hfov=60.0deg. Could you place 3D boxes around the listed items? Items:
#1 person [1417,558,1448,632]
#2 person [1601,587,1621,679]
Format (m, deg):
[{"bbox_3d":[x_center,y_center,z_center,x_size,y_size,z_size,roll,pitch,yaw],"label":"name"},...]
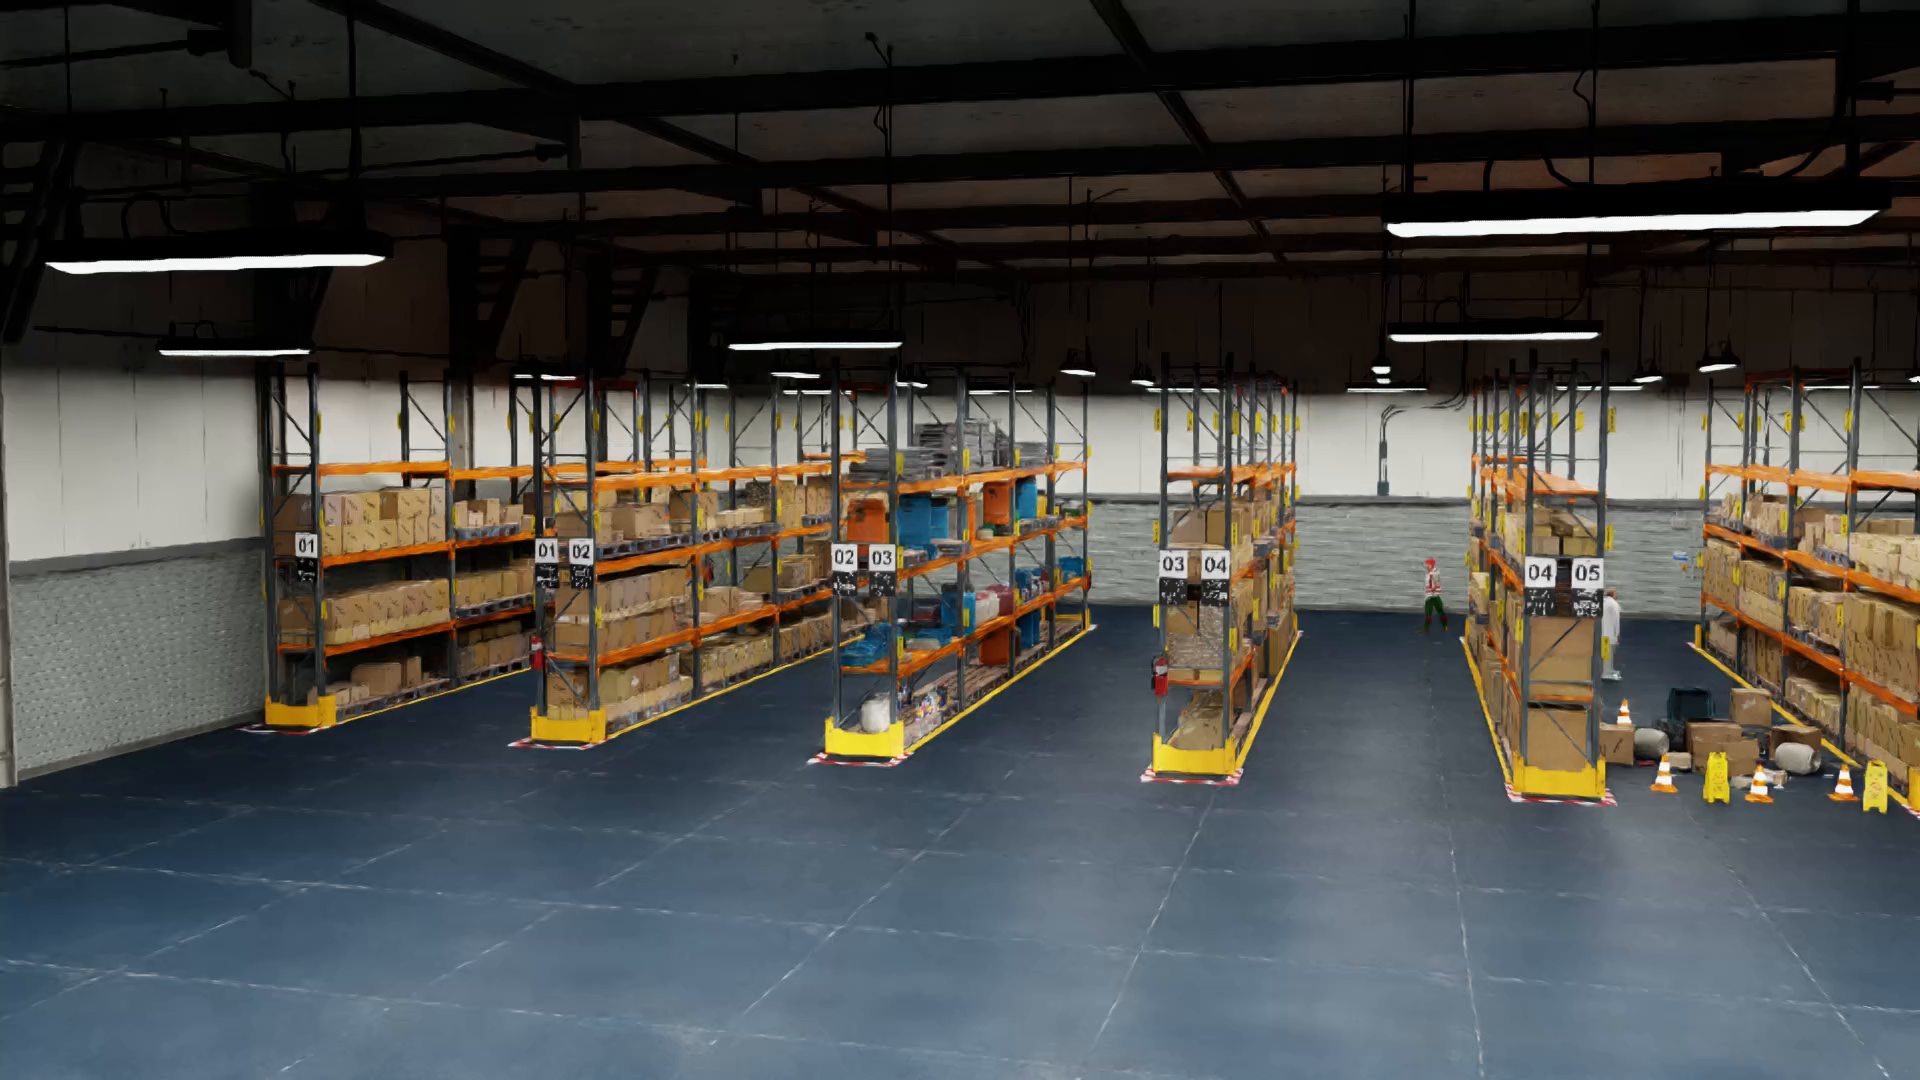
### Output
[{"bbox_3d":[11.350,1.317,39.859,0.713,1.785,0.557,-1,4,-13],"label":"person"},{"bbox_3d":[12.783,1.802,32.565,0.522,1.790,0.652,0,4,-6],"label":"person"}]
